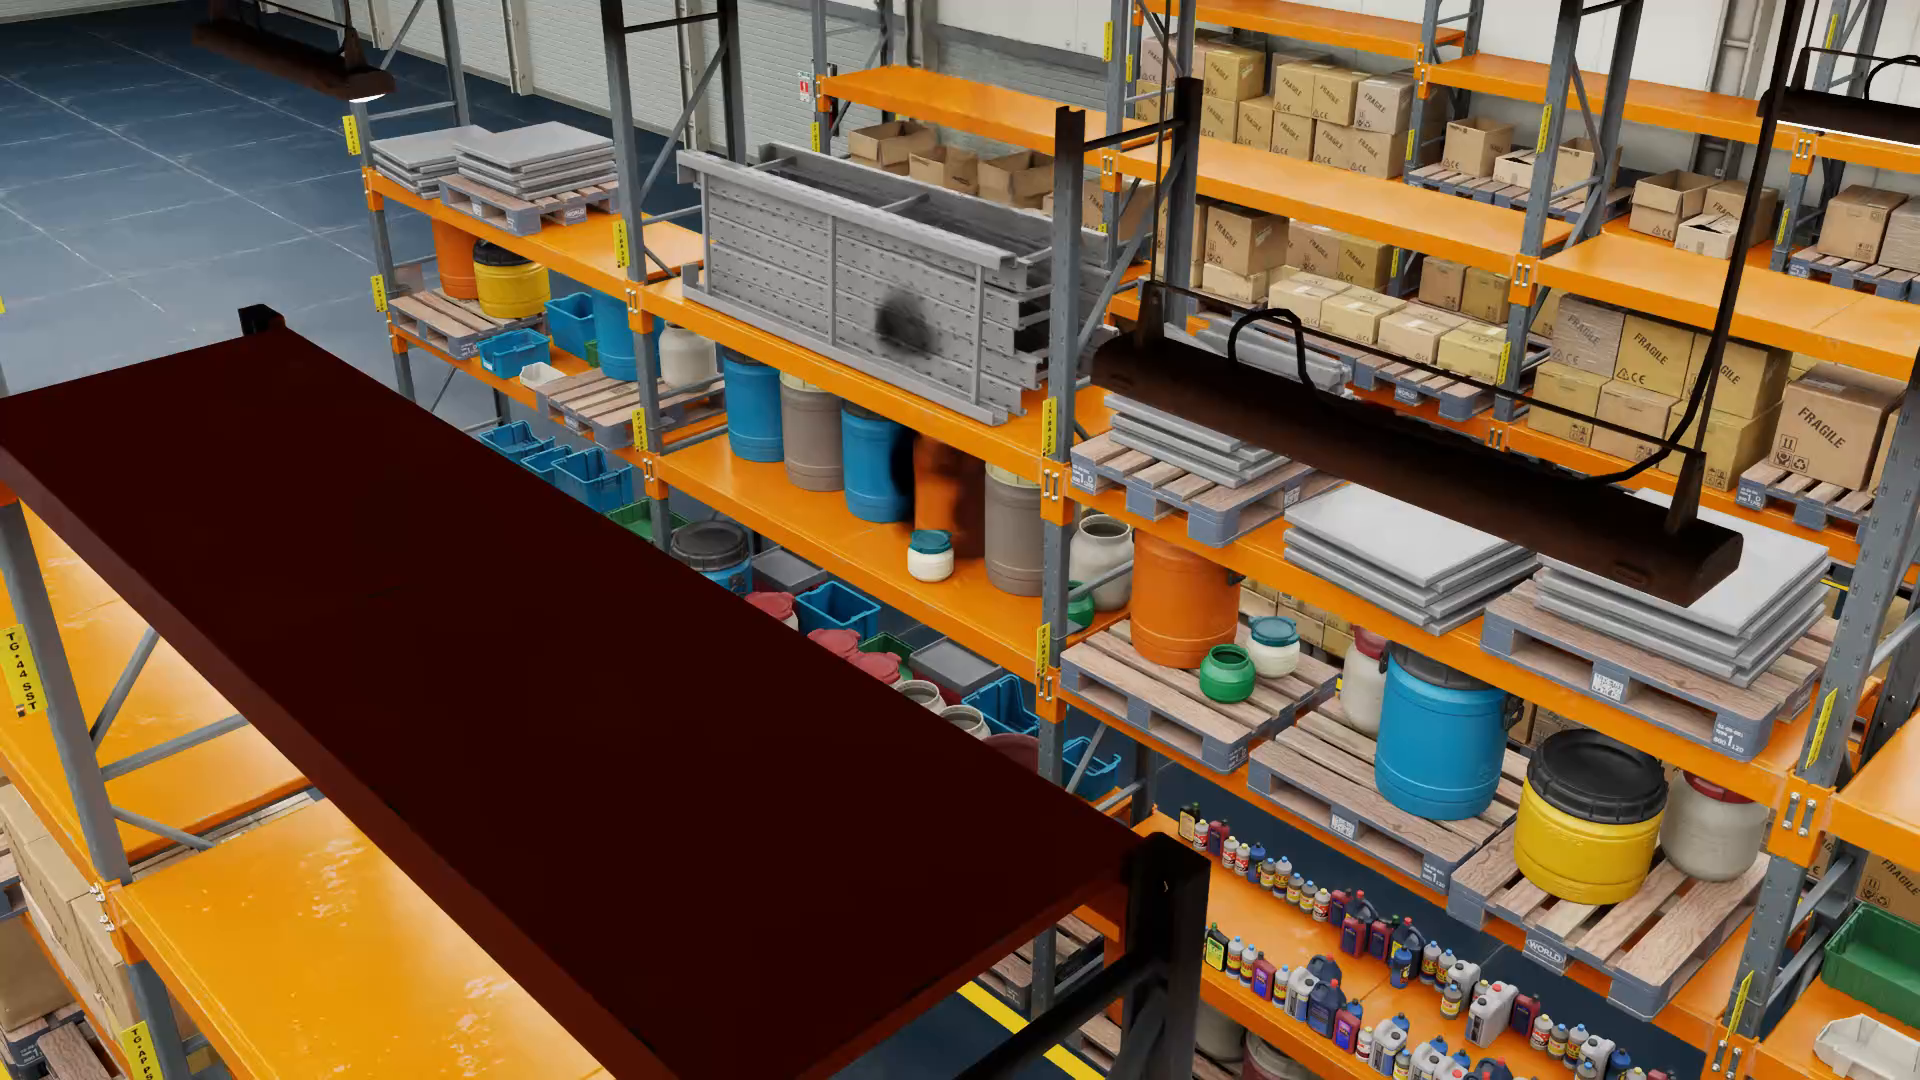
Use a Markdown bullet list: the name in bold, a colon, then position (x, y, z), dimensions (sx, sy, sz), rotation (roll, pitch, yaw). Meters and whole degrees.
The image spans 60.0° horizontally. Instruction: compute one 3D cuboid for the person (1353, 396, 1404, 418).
- **person**: position (4.334, -1.000, 16.900), dimensions (0.909, 1.767, 0.608), rotation (20, 34, 33)
